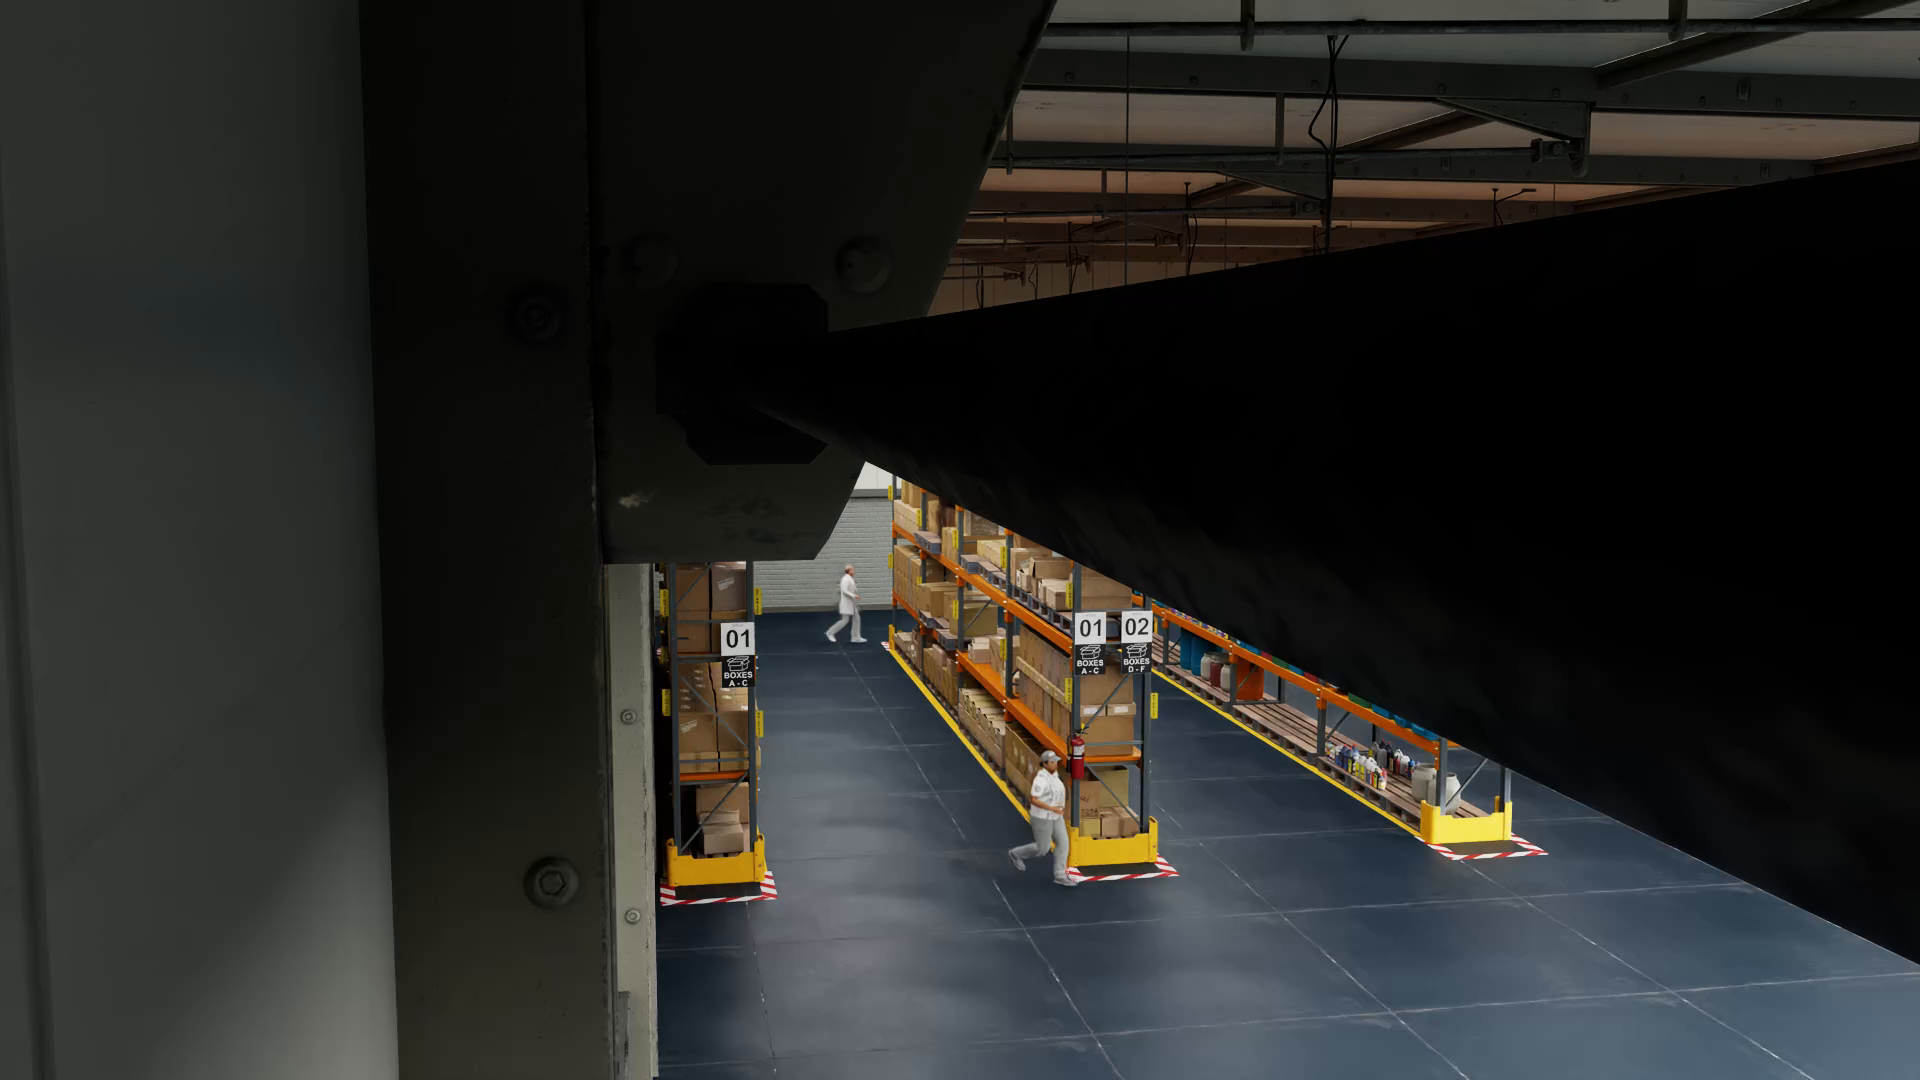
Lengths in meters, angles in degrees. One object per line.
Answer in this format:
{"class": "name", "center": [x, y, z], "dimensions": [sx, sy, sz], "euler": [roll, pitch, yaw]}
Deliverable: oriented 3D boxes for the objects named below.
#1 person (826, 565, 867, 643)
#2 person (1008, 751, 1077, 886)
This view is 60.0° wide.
{"class": "person", "center": [-2.572, 1.421, 37.445], "dimensions": [0.915, 1.725, 0.764], "euler": [-1, 6, -6]}
{"class": "person", "center": [1.012, 3.350, 20.133], "dimensions": [0.869, 1.645, 0.619], "euler": [4, 7, 32]}
